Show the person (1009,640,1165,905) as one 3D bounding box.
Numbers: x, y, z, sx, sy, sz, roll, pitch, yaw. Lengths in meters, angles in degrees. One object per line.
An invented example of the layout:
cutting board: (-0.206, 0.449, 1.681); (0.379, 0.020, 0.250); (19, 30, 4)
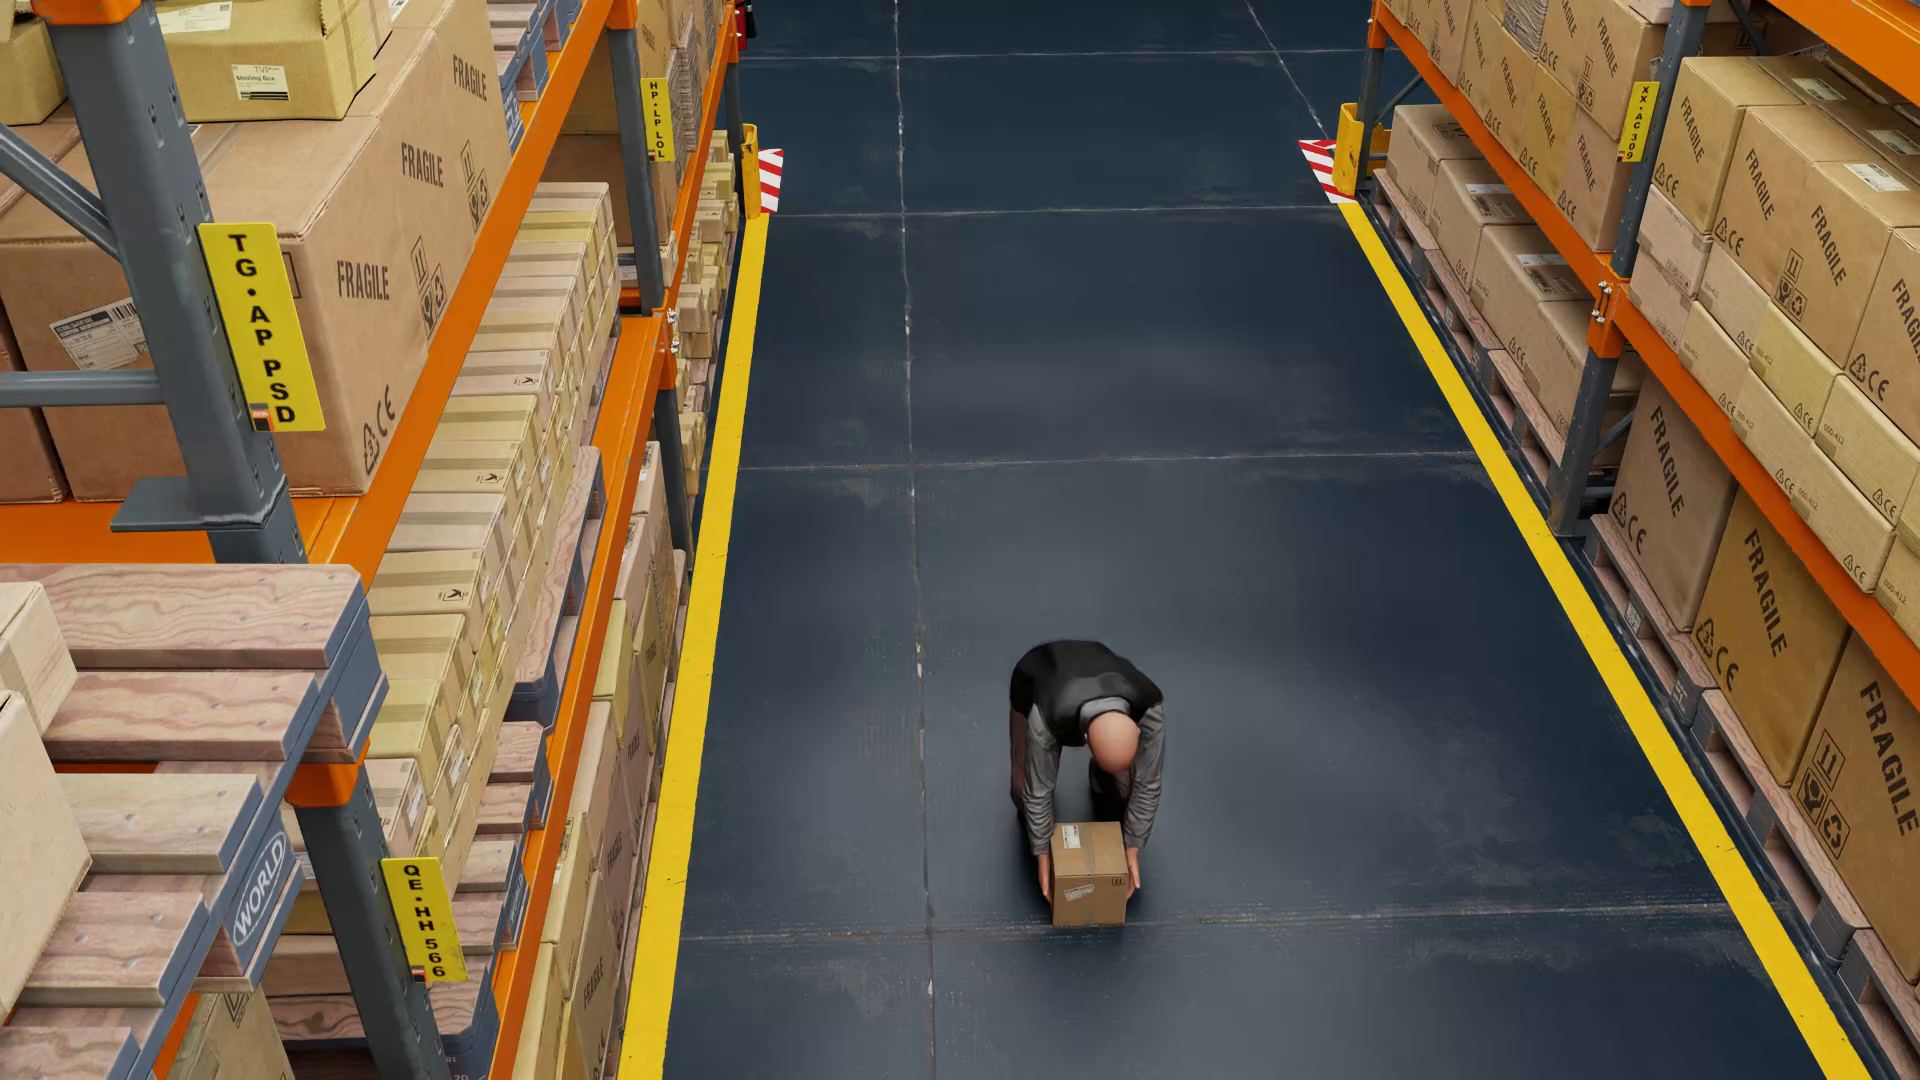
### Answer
person: (0.435, 0.729, 5.902); (0.530, 0.840, 0.875); (-1, 35, -2)
